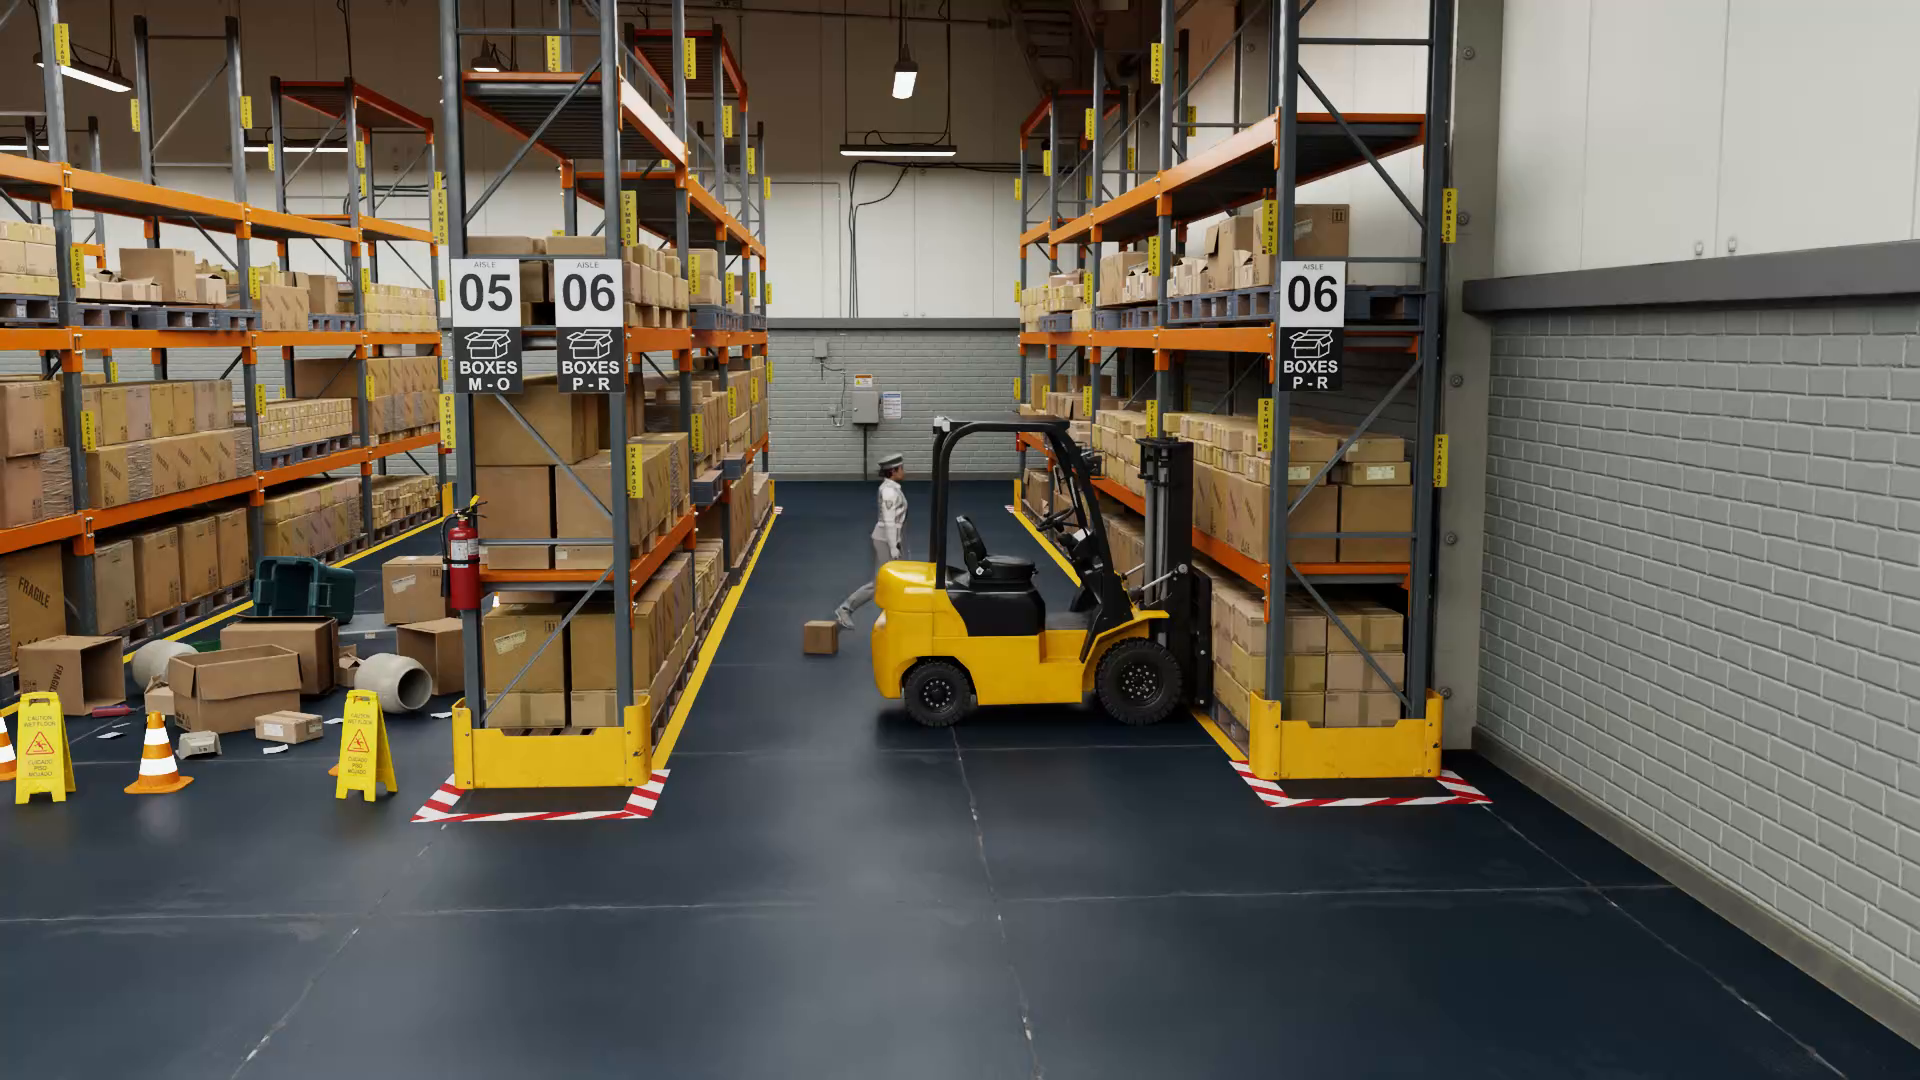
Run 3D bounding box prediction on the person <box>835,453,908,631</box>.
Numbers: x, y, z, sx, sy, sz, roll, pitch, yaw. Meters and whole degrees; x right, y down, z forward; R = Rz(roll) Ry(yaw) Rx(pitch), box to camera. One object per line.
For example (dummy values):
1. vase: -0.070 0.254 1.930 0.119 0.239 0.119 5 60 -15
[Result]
1. person: -0.740 0.034 15.278 0.821 1.663 0.532 0 7 0
